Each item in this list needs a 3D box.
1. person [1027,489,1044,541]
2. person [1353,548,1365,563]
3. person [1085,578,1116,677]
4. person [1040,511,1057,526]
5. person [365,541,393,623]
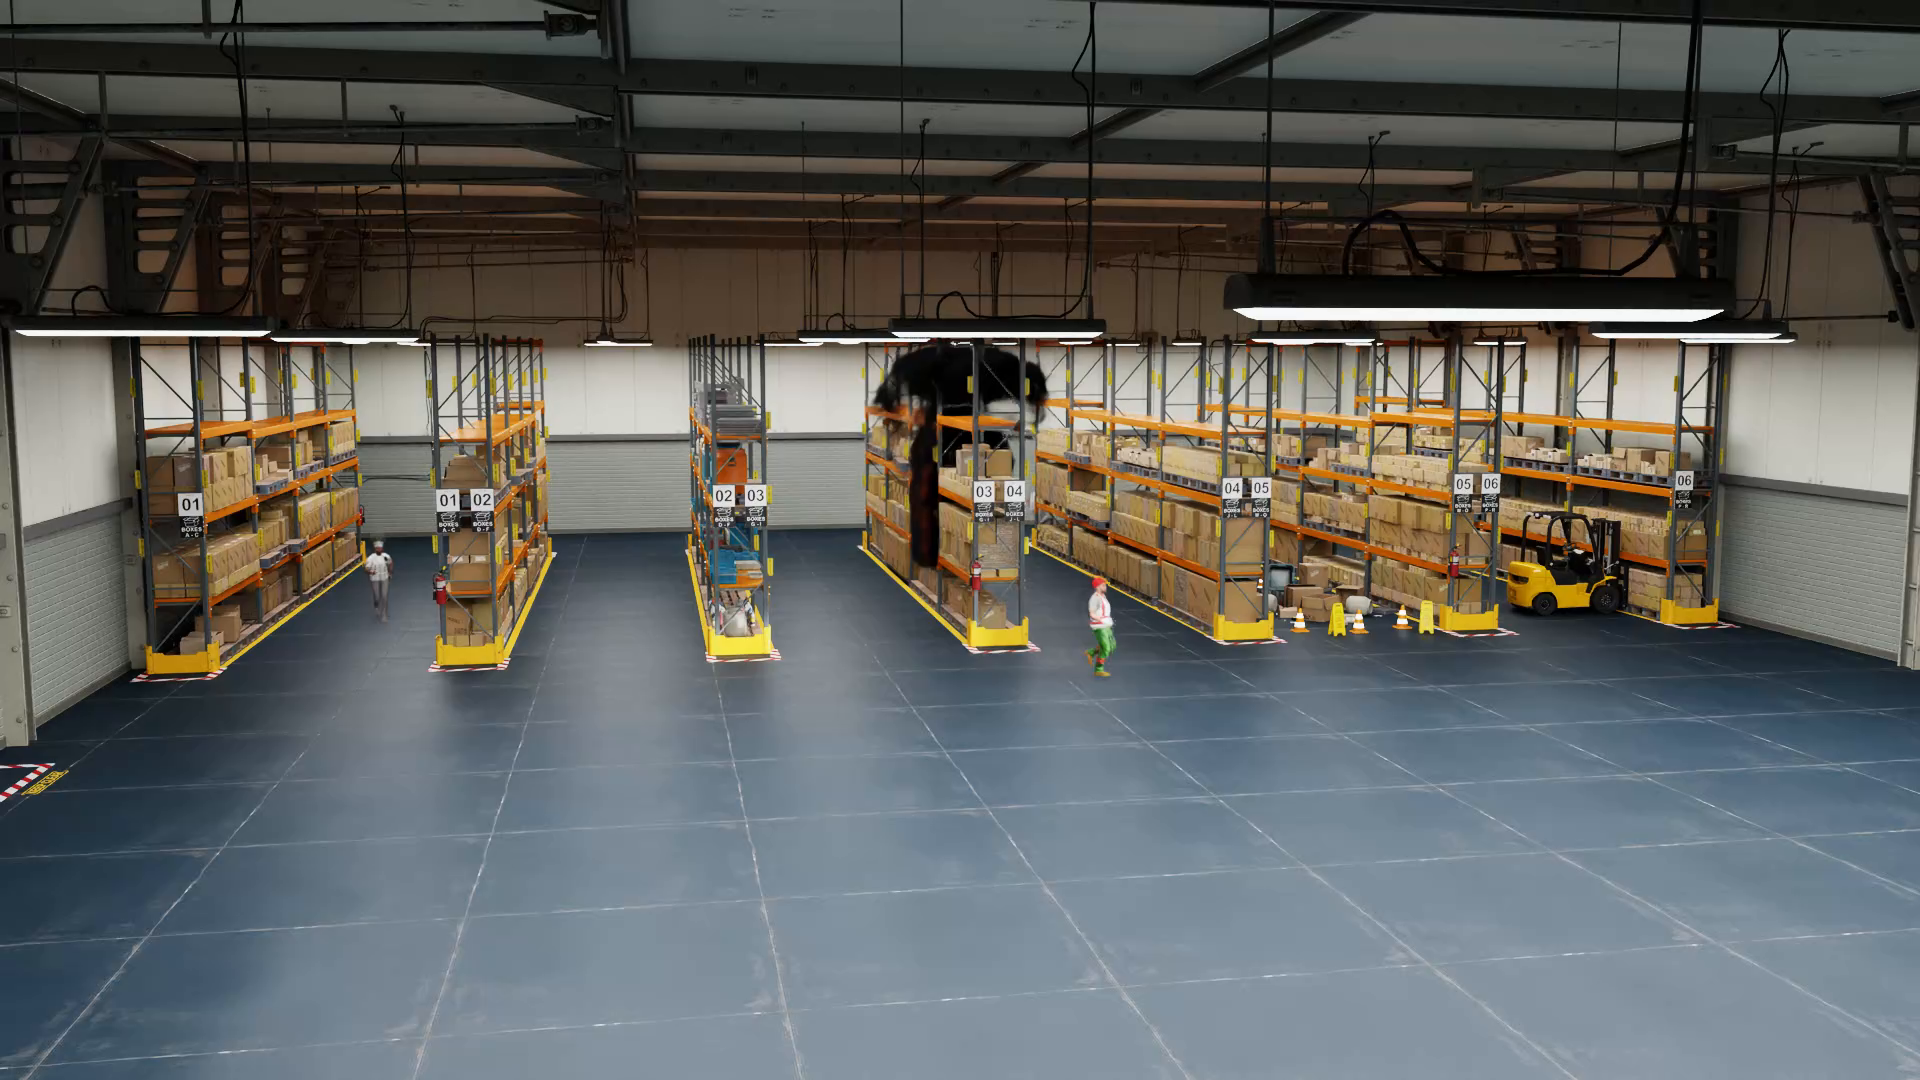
[{"bbox_3d":[2.334,-0.903,50.035,0.660,1.771,0.955,6,9,44],"label":"person"},{"bbox_3d":[10.336,0.016,42.739,0.549,1.625,0.582,-1,7,-10],"label":"person"},{"bbox_3d":[2.450,1.524,29.208,0.600,1.741,0.657,3,7,22],"label":"person"},{"bbox_3d":[2.738,-0.744,49.865,0.711,1.539,0.660,1,7,7],"label":"person"},{"bbox_3d":[-12.252,0.857,35.130,0.580,1.695,0.904,-3,7,-25],"label":"person"}]
